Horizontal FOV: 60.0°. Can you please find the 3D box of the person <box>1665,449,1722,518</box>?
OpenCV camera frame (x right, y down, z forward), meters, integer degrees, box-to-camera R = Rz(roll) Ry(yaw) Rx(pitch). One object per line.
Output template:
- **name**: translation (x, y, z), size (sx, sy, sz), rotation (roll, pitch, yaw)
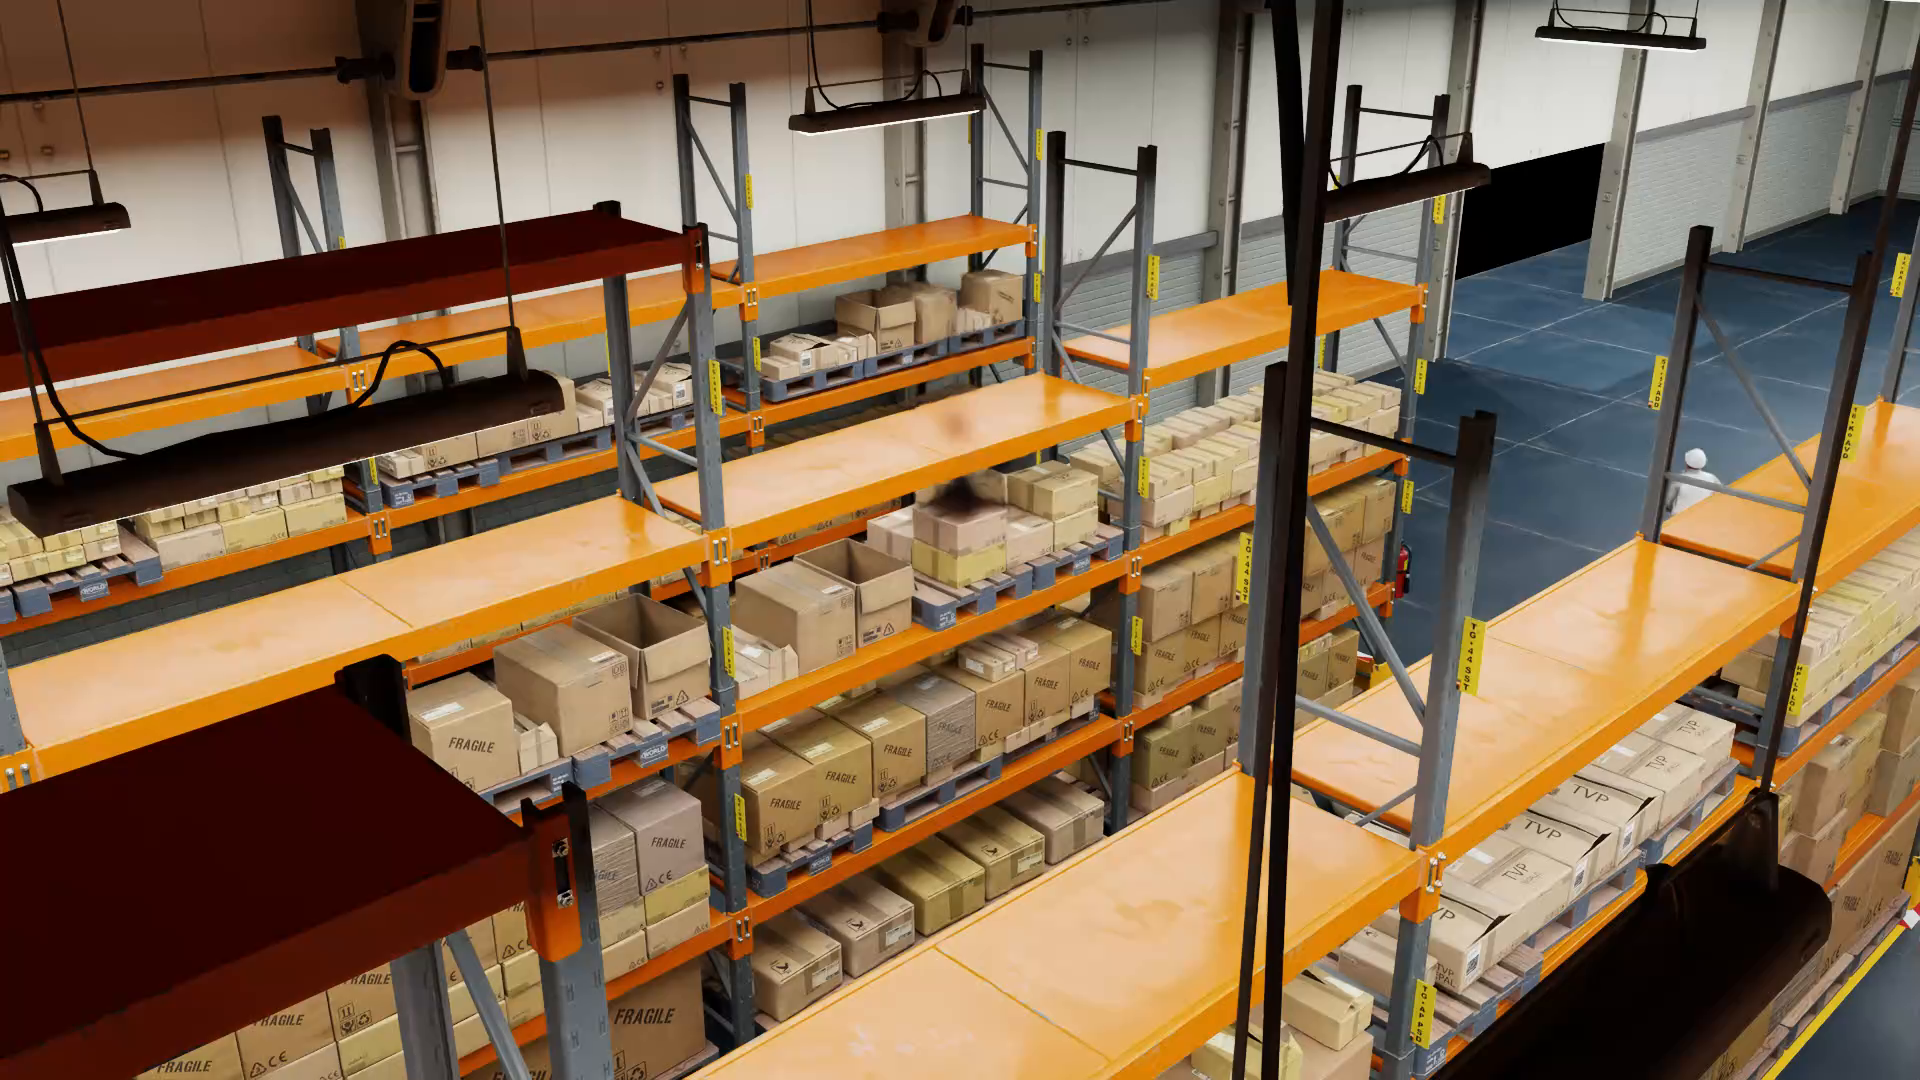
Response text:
- **person**: translation (8.411, -0.204, 19.143), size (0.693, 1.730, 0.681), rotation (3, 23, 6)
